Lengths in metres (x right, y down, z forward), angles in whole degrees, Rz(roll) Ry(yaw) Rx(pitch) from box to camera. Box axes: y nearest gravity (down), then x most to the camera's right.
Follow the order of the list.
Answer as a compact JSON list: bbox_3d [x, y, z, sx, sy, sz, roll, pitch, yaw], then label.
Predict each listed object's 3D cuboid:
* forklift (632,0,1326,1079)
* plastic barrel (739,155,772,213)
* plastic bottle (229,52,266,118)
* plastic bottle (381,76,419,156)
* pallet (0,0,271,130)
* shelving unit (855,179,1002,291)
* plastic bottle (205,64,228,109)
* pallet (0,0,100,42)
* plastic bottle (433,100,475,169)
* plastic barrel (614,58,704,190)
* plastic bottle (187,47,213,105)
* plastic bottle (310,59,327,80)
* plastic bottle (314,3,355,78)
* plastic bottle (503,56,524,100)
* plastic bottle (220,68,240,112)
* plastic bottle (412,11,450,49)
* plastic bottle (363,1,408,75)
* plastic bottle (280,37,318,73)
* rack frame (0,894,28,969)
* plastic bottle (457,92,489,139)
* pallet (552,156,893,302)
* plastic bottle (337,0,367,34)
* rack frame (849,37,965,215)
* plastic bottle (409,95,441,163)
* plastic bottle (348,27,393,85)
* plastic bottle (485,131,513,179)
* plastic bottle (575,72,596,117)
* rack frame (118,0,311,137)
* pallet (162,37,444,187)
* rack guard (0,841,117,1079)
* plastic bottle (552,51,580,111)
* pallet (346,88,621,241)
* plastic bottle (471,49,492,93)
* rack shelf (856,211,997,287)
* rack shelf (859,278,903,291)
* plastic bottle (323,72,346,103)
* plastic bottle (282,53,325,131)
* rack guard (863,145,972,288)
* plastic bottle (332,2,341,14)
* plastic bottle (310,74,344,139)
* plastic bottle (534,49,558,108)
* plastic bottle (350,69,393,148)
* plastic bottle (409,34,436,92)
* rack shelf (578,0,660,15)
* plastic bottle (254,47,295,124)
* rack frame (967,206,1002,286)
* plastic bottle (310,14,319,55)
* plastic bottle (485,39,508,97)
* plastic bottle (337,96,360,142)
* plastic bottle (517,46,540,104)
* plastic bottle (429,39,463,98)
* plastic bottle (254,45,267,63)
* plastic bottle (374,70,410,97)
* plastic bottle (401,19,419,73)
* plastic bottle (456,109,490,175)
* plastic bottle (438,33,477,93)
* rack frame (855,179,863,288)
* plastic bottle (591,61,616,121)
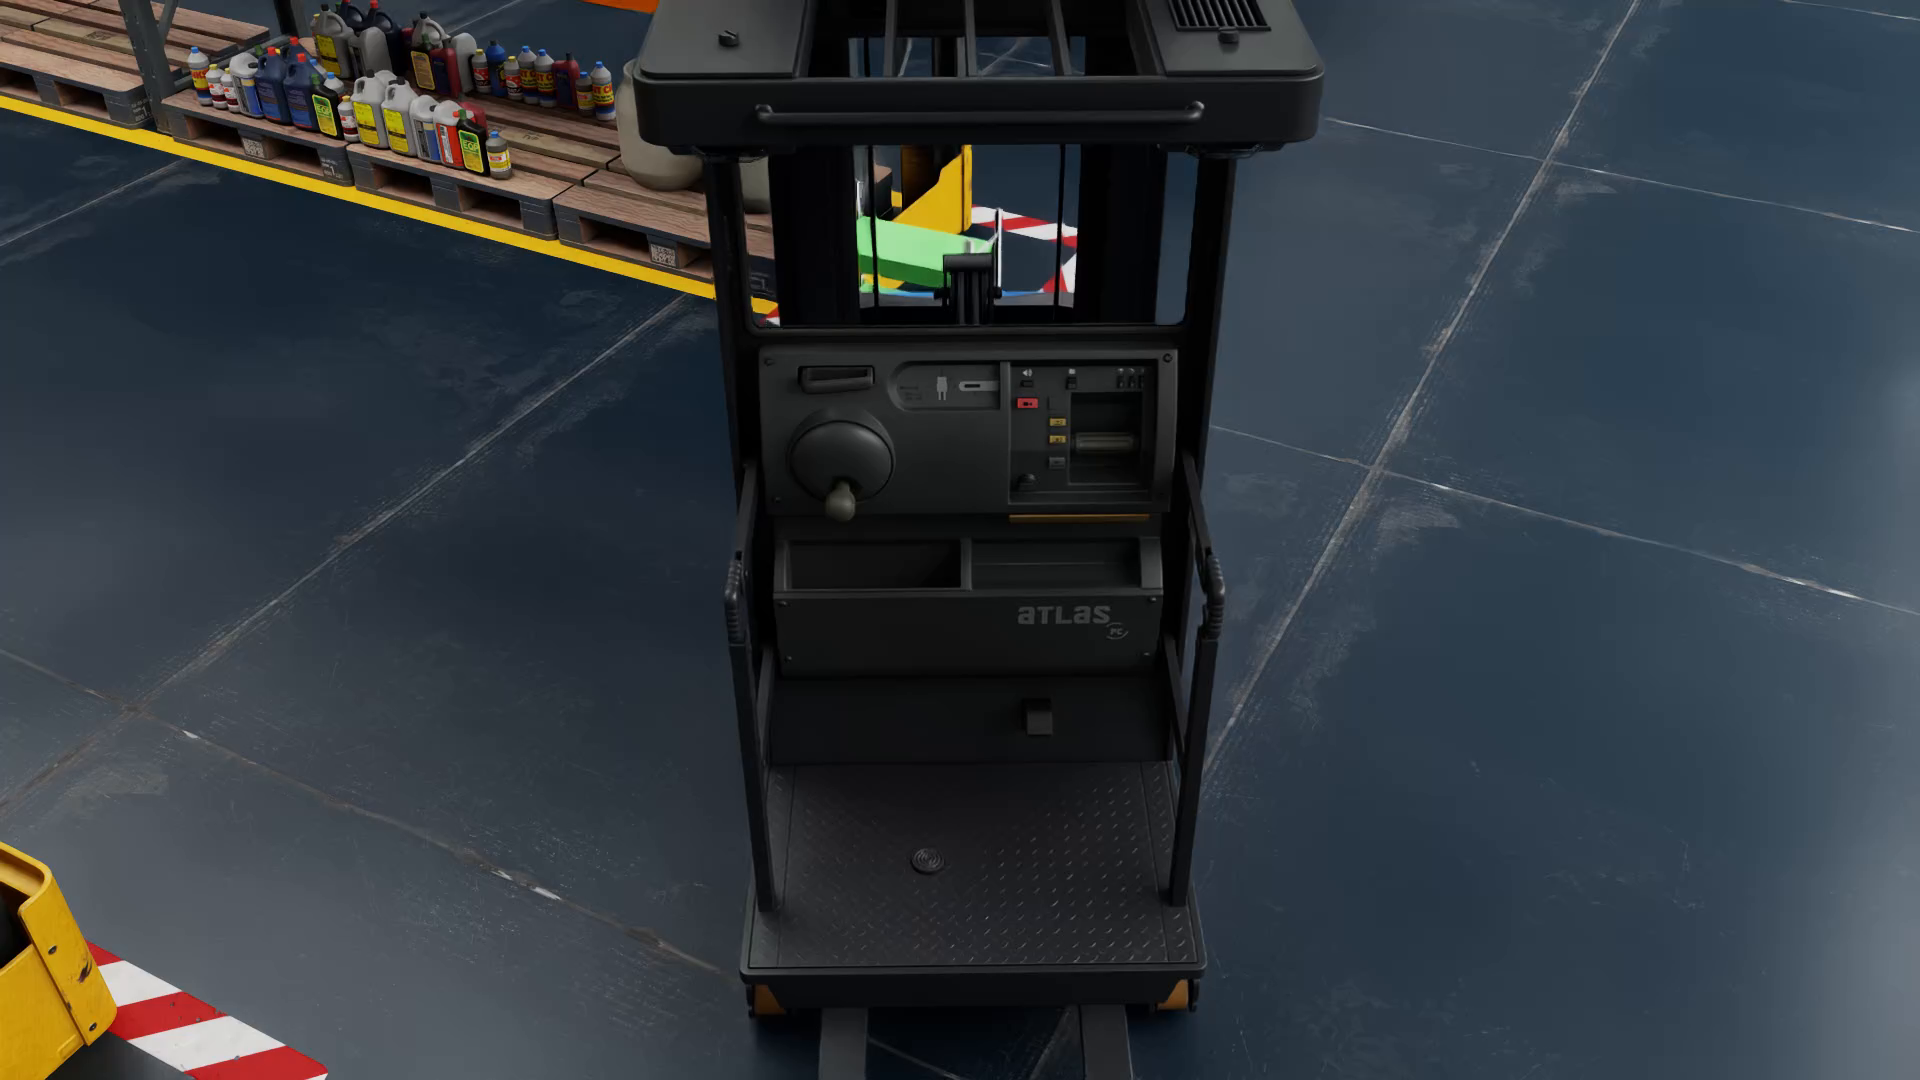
[{"bbox_3d":[0.025,-0.172,3.552,1.130,2.935,3.031,-1,37,-1],"label":"forklift"},{"bbox_3d":[-0.877,-1.730,7.258,0.421,0.512,0.421,0,37,0],"label":"plastic barrel"},{"bbox_3d":[-3.428,-2.215,8.076,0.135,0.276,0.152,19,41,23],"label":"plastic bottle"},{"bbox_3d":[-2.573,-1.974,7.697,0.185,0.351,0.144,19,41,23],"label":"plastic bottle"},{"bbox_3d":[-4.524,-2.611,9.015,1.213,0.211,1.003,17,41,21],"label":"pallet"},{"bbox_3d":[-0.149,-0.540,5.468,0.503,1.200,0.258,15,40,18],"label":"shelving unit"},{"bbox_3d":[-3.637,-2.232,8.160,0.097,0.201,0.097,0,37,0],"label":"plastic bottle"},{"bbox_3d":[-5.612,-2.949,9.461,1.213,0.211,1.003,17,41,21],"label":"pallet"},{"bbox_3d":[-2.301,-1.862,7.611,0.135,0.276,0.152,18,41,22],"label":"plastic bottle"},{"bbox_3d":[-1.322,-1.869,7.442,0.421,0.512,0.421,0,37,0],"label":"plastic barrel"},{"bbox_3d":[-3.728,-2.288,8.176,0.097,0.271,0.097,0,37,0],"label":"plastic bottle"},{"bbox_3d":[-3.099,-2.190,8.046,0.097,0.271,0.097,0,37,0],"label":"plastic bottle"},{"bbox_3d":[-3.171,-2.542,8.445,0.185,0.351,0.144,17,41,21],"label":"plastic bottle"},{"bbox_3d":[-2.205,-2.294,8.242,0.097,0.201,0.097,0,37,0],"label":"plastic bottle"},{"bbox_3d":[-3.547,-2.204,8.123,0.097,0.201,0.097,0,37,0],"label":"plastic bottle"},{"bbox_3d":[-2.647,-2.476,8.359,0.185,0.351,0.144,17,40,21],"label":"plastic bottle"},{"bbox_3d":[-2.934,-2.566,8.477,0.185,0.351,0.144,15,40,19],"label":"plastic bottle"},{"bbox_3d":[-3.217,-2.274,8.092,0.185,0.351,0.144,17,41,21],"label":"plastic bottle"},{"bbox_3d":[-2.538,0.247,2.944,0.127,3.000,1.000,17,41,21],"label":"rack frame"},{"bbox_3d":[-2.252,-1.922,7.684,0.133,0.283,0.061,17,41,21],"label":"plastic bottle"},{"bbox_3d":[-1.065,-1.526,7.585,1.213,0.211,1.003,17,41,21],"label":"pallet"},{"bbox_3d":[-3.105,-2.620,8.547,0.185,0.351,0.144,16,40,20],"label":"plastic bottle"},{"bbox_3d":[-0.257,-2.412,6.446,0.127,3.000,1.000,17,41,21],"label":"rack frame"},{"bbox_3d":[-2.424,-1.901,7.662,0.135,0.276,0.152,16,40,20],"label":"plastic bottle"},{"bbox_3d":[-2.980,-2.450,8.386,0.135,0.276,0.152,17,41,21],"label":"plastic bottle"},{"bbox_3d":[-2.090,-1.748,7.522,0.097,0.201,0.097,0,37,0],"label":"plastic bottle"},{"bbox_3d":[-1.816,-2.172,8.082,0.097,0.201,0.097,0,37,0],"label":"plastic bottle"},{"bbox_3d":[-3.809,-3.524,7.911,0.127,3.000,1.000,17,41,21],"label":"rack frame"},{"bbox_3d":[-3.232,-2.204,8.479,1.213,0.211,1.003,17,41,21],"label":"pallet"},{"bbox_3d":[-2.517,1.249,3.691,0.348,0.500,1.175,17,41,21],"label":"rack guard"},{"bbox_3d":[-1.916,-2.249,8.115,0.133,0.283,0.061,18,41,22],"label":"plastic bottle"},{"bbox_3d":[-2.144,-1.865,8.033,1.213,0.211,1.003,17,41,21],"label":"pallet"},{"bbox_3d":[-2.387,-2.352,8.318,0.097,0.201,0.097,0,37,0],"label":"plastic bottle"},{"bbox_3d":[-0.150,-0.871,5.217,0.480,0.148,0.258,15,40,18],"label":"rack shelf"},{"bbox_3d":[-0.150,-0.680,5.362,0.480,0.148,0.258,15,40,18],"label":"rack shelf"},{"bbox_3d":[-2.968,-2.092,7.918,0.097,0.271,0.097,0,37,0],"label":"plastic bottle"},{"bbox_3d":[-3.116,-2.144,7.921,0.185,0.351,0.144,16,40,20],"label":"plastic bottle"},{"bbox_3d":[-0.346,-1.412,7.196,0.348,0.500,1.175,17,41,21],"label":"rack guard"},{"bbox_3d":[-3.230,-2.660,8.657,0.133,0.283,0.061,19,41,24],"label":"plastic bottle"},{"bbox_3d":[-2.988,-2.049,7.851,0.133,0.283,0.061,19,41,23],"label":"plastic bottle"},{"bbox_3d":[-2.028,-2.267,8.148,0.097,0.271,0.097,0,37,0],"label":"plastic bottle"},{"bbox_3d":[-2.738,-2.026,7.765,0.185,0.351,0.144,17,40,21],"label":"plastic bottle"},{"bbox_3d":[-2.672,-2.387,8.297,0.133,0.283,0.061,17,41,21],"label":"plastic bottle"},{"bbox_3d":[-2.033,-2.681,7.396,4.000,0.370,1.077,17,41,21],"label":"rack shelf"},{"bbox_3d":[-3.283,-2.197,7.990,0.185,0.351,0.144,18,41,23],"label":"plastic bottle"},{"bbox_3d":[0.074,-0.482,5.391,0.015,1.200,0.240,15,40,18],"label":"rack frame"},{"bbox_3d":[-3.344,-2.651,8.712,0.097,0.201,0.097,0,37,0],"label":"plastic bottle"},{"bbox_3d":[-2.297,-2.351,8.259,0.097,0.271,0.097,0,37,0],"label":"plastic bottle"},{"bbox_3d":[-2.875,-1.993,7.846,0.097,0.201,0.097,0,37,0],"label":"plastic bottle"},{"bbox_3d":[-2.117,-2.295,8.185,0.097,0.271,0.097,0,37,0],"label":"plastic bottle"},{"bbox_3d":[-2.553,-2.345,8.241,0.133,0.283,0.061,17,41,21],"label":"plastic bottle"},{"bbox_3d":[-3.380,-2.275,8.149,0.133,0.283,0.061,17,41,21],"label":"plastic bottle"},{"bbox_3d":[-2.692,-2.083,7.902,0.135,0.276,0.152,17,41,21],"label":"plastic bottle"},{"bbox_3d":[-2.770,-2.516,8.467,0.133,0.283,0.061,20,42,24],"label":"plastic bottle"},{"bbox_3d":[-2.202,-1.803,7.527,0.133,0.283,0.061,18,41,23],"label":"plastic bottle"},{"bbox_3d":[-2.505,-2.399,8.319,0.135,0.276,0.152,18,41,22],"label":"plastic bottle"},{"bbox_3d":[-0.373,-0.598,5.546,0.015,1.200,0.240,15,40,18],"label":"rack frame"},{"bbox_3d":[-1.724,-2.172,8.023,0.097,0.271,0.097,0,37,0],"label":"plastic bottle"}]
